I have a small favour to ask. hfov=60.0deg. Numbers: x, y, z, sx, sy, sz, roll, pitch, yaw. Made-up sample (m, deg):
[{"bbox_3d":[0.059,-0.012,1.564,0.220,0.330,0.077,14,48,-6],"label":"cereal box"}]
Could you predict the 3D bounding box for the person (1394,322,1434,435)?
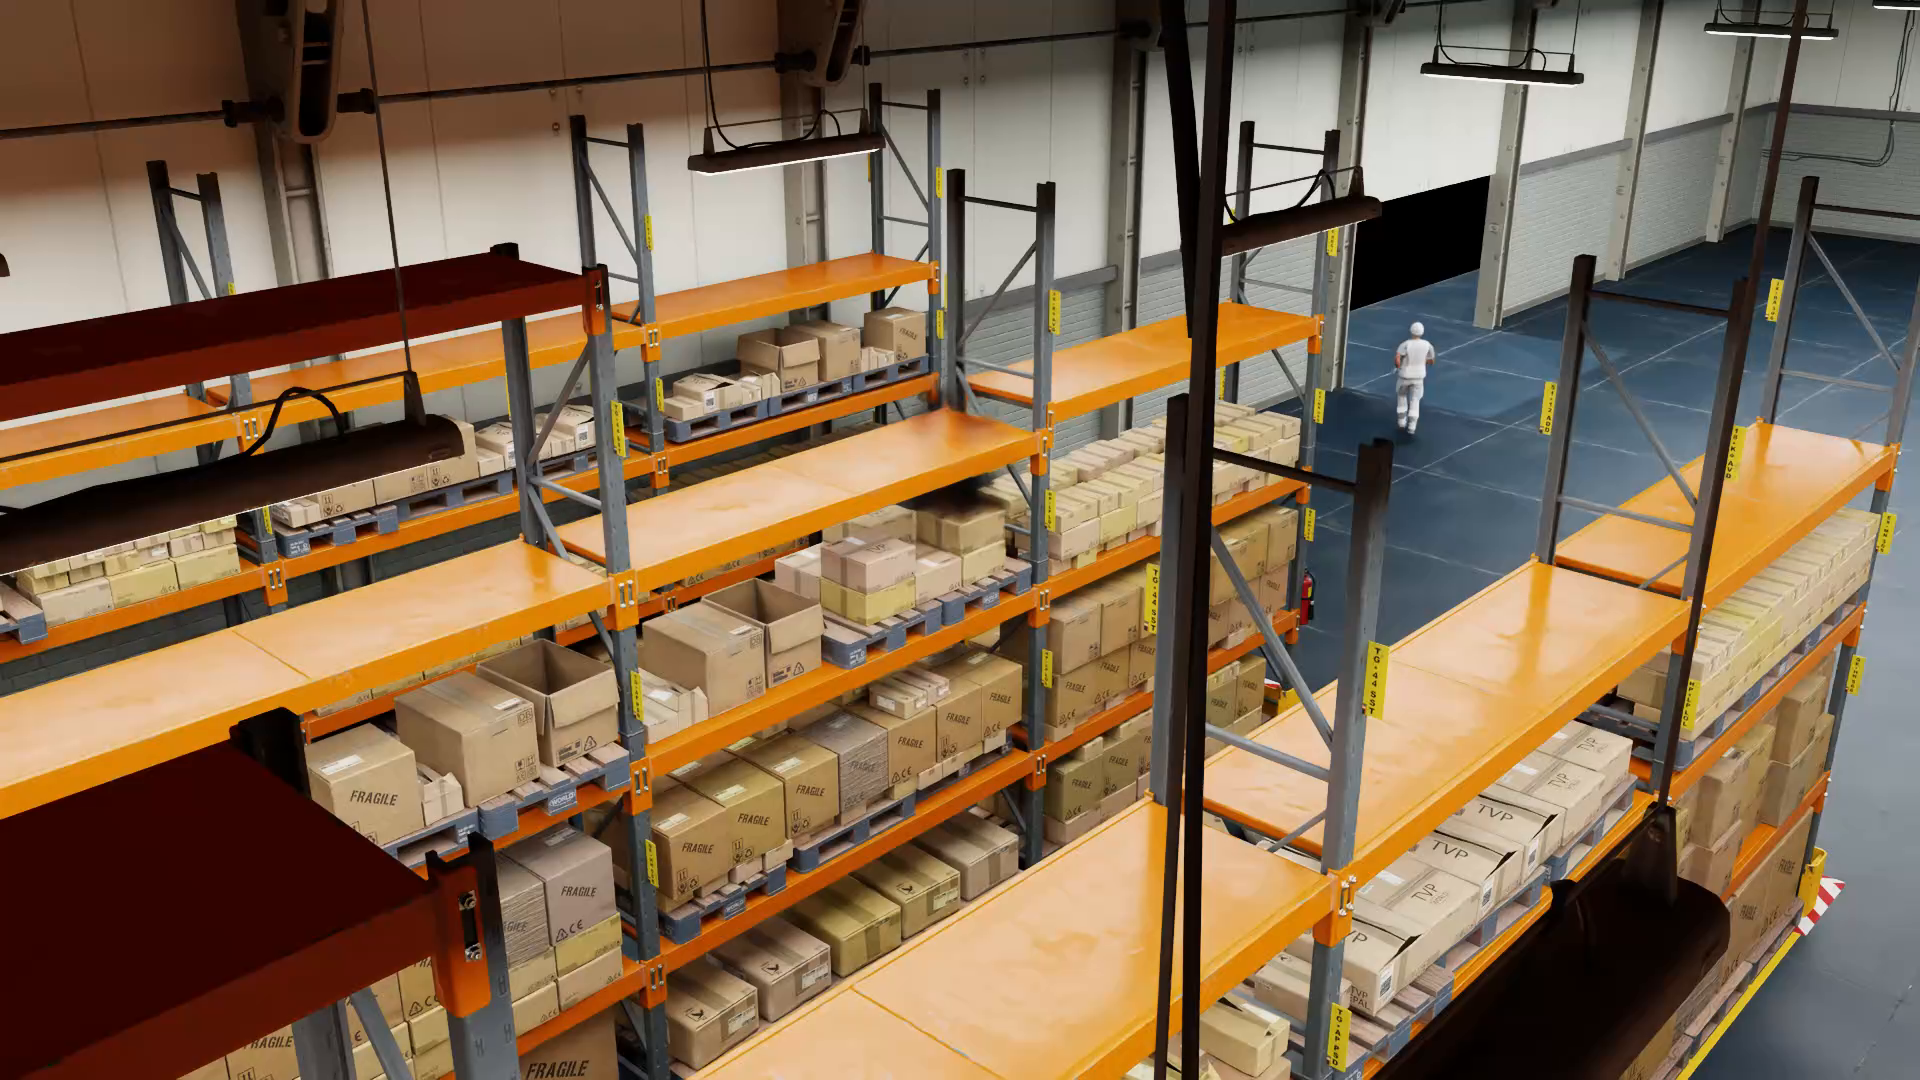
[{"bbox_3d":[7.050,-2.503,25.961,0.632,1.832,0.765,4,22,9],"label":"person"}]
